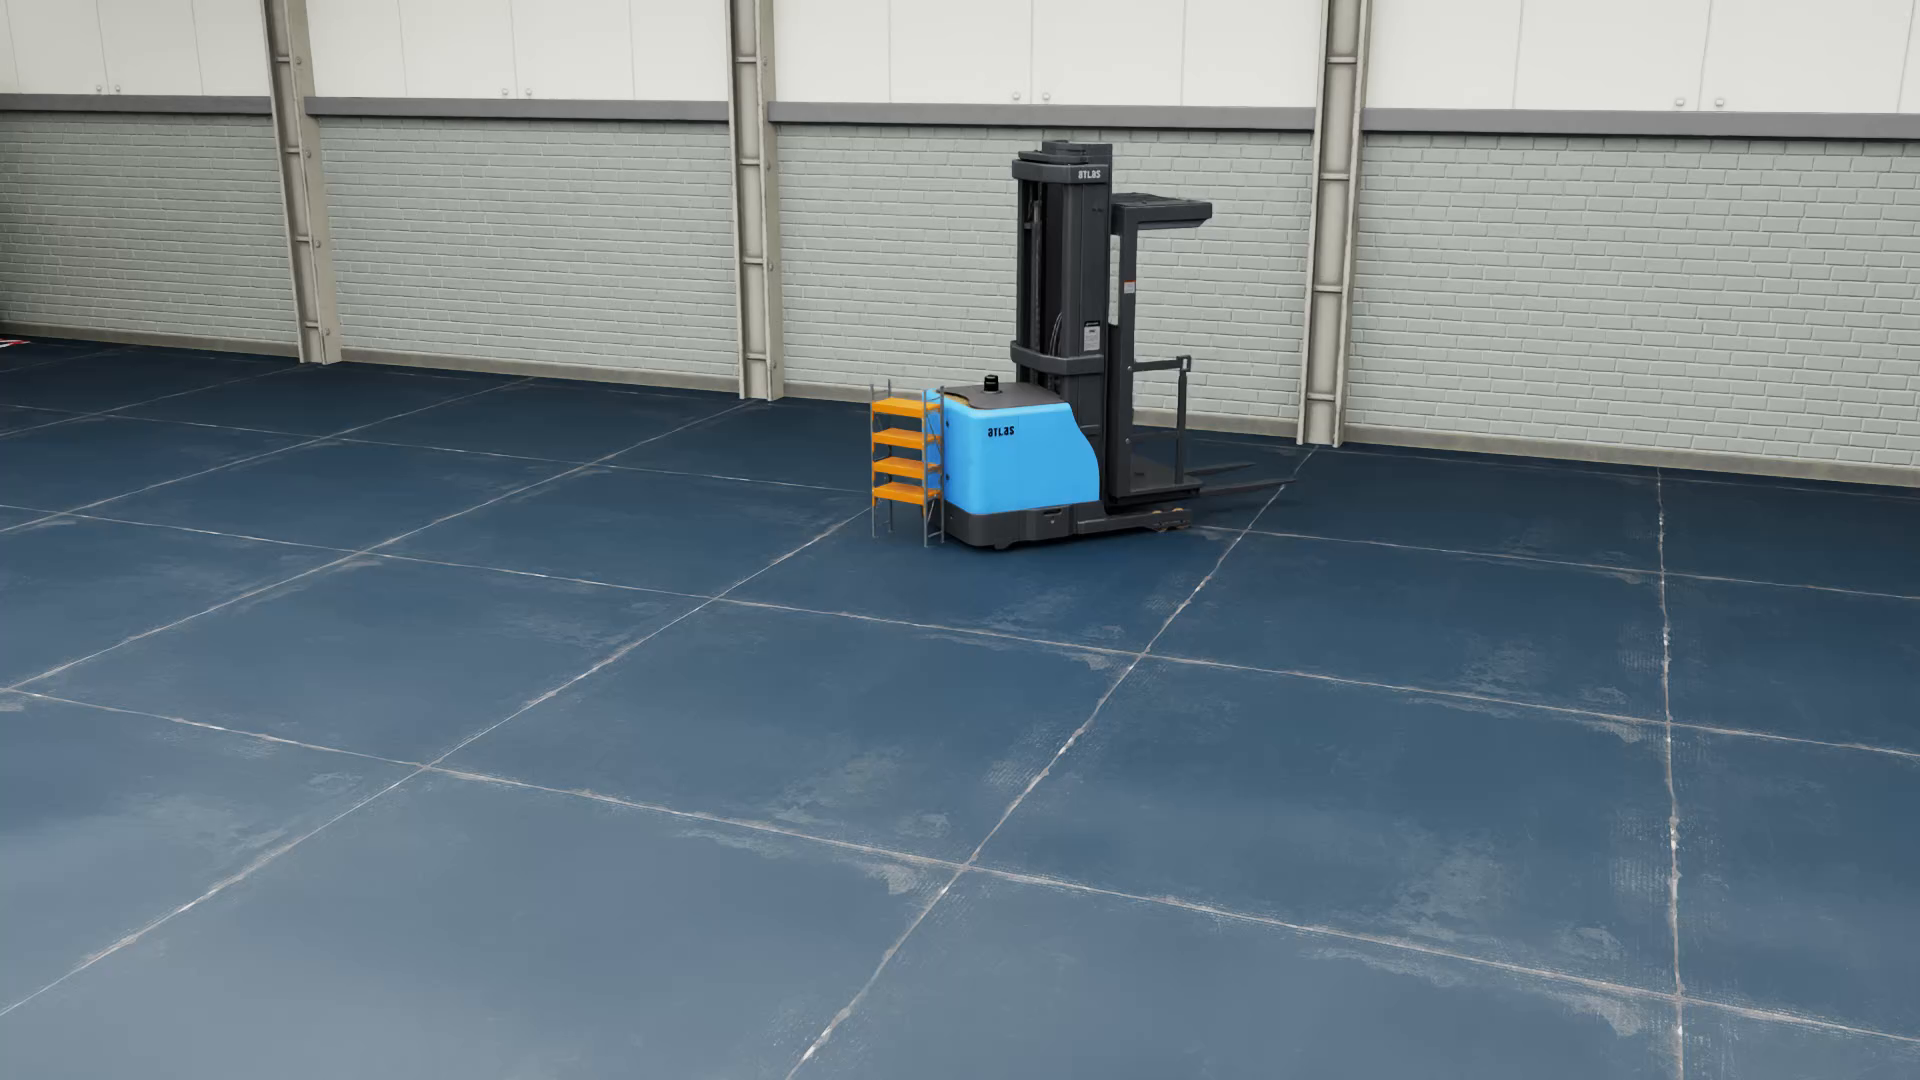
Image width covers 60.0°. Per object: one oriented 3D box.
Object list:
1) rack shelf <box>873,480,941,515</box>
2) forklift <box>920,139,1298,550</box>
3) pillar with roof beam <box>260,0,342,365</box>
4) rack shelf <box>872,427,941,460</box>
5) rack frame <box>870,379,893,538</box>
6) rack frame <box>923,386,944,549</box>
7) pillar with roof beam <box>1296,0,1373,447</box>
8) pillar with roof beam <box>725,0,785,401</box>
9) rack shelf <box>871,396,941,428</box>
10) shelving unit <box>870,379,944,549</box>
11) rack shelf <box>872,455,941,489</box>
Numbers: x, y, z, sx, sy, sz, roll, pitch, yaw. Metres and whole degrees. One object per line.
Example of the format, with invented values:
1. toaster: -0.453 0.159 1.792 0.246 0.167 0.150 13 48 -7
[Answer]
1. rack shelf: -0.394 -0.322 12.585 0.480 0.148 0.258 11 19 33
2. forklift: 1.250 -1.593 12.902 3.031 2.935 1.130 -7 18 -24
3. pillar with roof beam: -9.302 -5.366 15.016 0.400 9.000 9.100 6 17 21
4. rack shelf: -0.394 -0.728 12.468 0.480 0.148 0.258 11 19 33
5. rack frame: -0.595 -0.616 12.644 0.015 1.200 0.240 11 19 33
6. rack frame: -0.193 -0.539 12.378 0.015 1.200 0.240 11 19 33
7. pillar with roof beam: 1.861 -4.138 10.788 0.400 9.000 9.100 6 17 21
8. pillar with roof beam: -3.720 -4.752 12.902 0.400 9.000 9.100 6 17 21
9. rack shelf: -0.394 -0.955 12.402 0.480 0.148 0.258 11 19 33
10. shelving unit: -0.394 -0.578 12.511 0.503 1.200 0.258 11 19 33
11. rack shelf: -0.394 -0.513 12.530 0.480 0.148 0.258 11 19 33
